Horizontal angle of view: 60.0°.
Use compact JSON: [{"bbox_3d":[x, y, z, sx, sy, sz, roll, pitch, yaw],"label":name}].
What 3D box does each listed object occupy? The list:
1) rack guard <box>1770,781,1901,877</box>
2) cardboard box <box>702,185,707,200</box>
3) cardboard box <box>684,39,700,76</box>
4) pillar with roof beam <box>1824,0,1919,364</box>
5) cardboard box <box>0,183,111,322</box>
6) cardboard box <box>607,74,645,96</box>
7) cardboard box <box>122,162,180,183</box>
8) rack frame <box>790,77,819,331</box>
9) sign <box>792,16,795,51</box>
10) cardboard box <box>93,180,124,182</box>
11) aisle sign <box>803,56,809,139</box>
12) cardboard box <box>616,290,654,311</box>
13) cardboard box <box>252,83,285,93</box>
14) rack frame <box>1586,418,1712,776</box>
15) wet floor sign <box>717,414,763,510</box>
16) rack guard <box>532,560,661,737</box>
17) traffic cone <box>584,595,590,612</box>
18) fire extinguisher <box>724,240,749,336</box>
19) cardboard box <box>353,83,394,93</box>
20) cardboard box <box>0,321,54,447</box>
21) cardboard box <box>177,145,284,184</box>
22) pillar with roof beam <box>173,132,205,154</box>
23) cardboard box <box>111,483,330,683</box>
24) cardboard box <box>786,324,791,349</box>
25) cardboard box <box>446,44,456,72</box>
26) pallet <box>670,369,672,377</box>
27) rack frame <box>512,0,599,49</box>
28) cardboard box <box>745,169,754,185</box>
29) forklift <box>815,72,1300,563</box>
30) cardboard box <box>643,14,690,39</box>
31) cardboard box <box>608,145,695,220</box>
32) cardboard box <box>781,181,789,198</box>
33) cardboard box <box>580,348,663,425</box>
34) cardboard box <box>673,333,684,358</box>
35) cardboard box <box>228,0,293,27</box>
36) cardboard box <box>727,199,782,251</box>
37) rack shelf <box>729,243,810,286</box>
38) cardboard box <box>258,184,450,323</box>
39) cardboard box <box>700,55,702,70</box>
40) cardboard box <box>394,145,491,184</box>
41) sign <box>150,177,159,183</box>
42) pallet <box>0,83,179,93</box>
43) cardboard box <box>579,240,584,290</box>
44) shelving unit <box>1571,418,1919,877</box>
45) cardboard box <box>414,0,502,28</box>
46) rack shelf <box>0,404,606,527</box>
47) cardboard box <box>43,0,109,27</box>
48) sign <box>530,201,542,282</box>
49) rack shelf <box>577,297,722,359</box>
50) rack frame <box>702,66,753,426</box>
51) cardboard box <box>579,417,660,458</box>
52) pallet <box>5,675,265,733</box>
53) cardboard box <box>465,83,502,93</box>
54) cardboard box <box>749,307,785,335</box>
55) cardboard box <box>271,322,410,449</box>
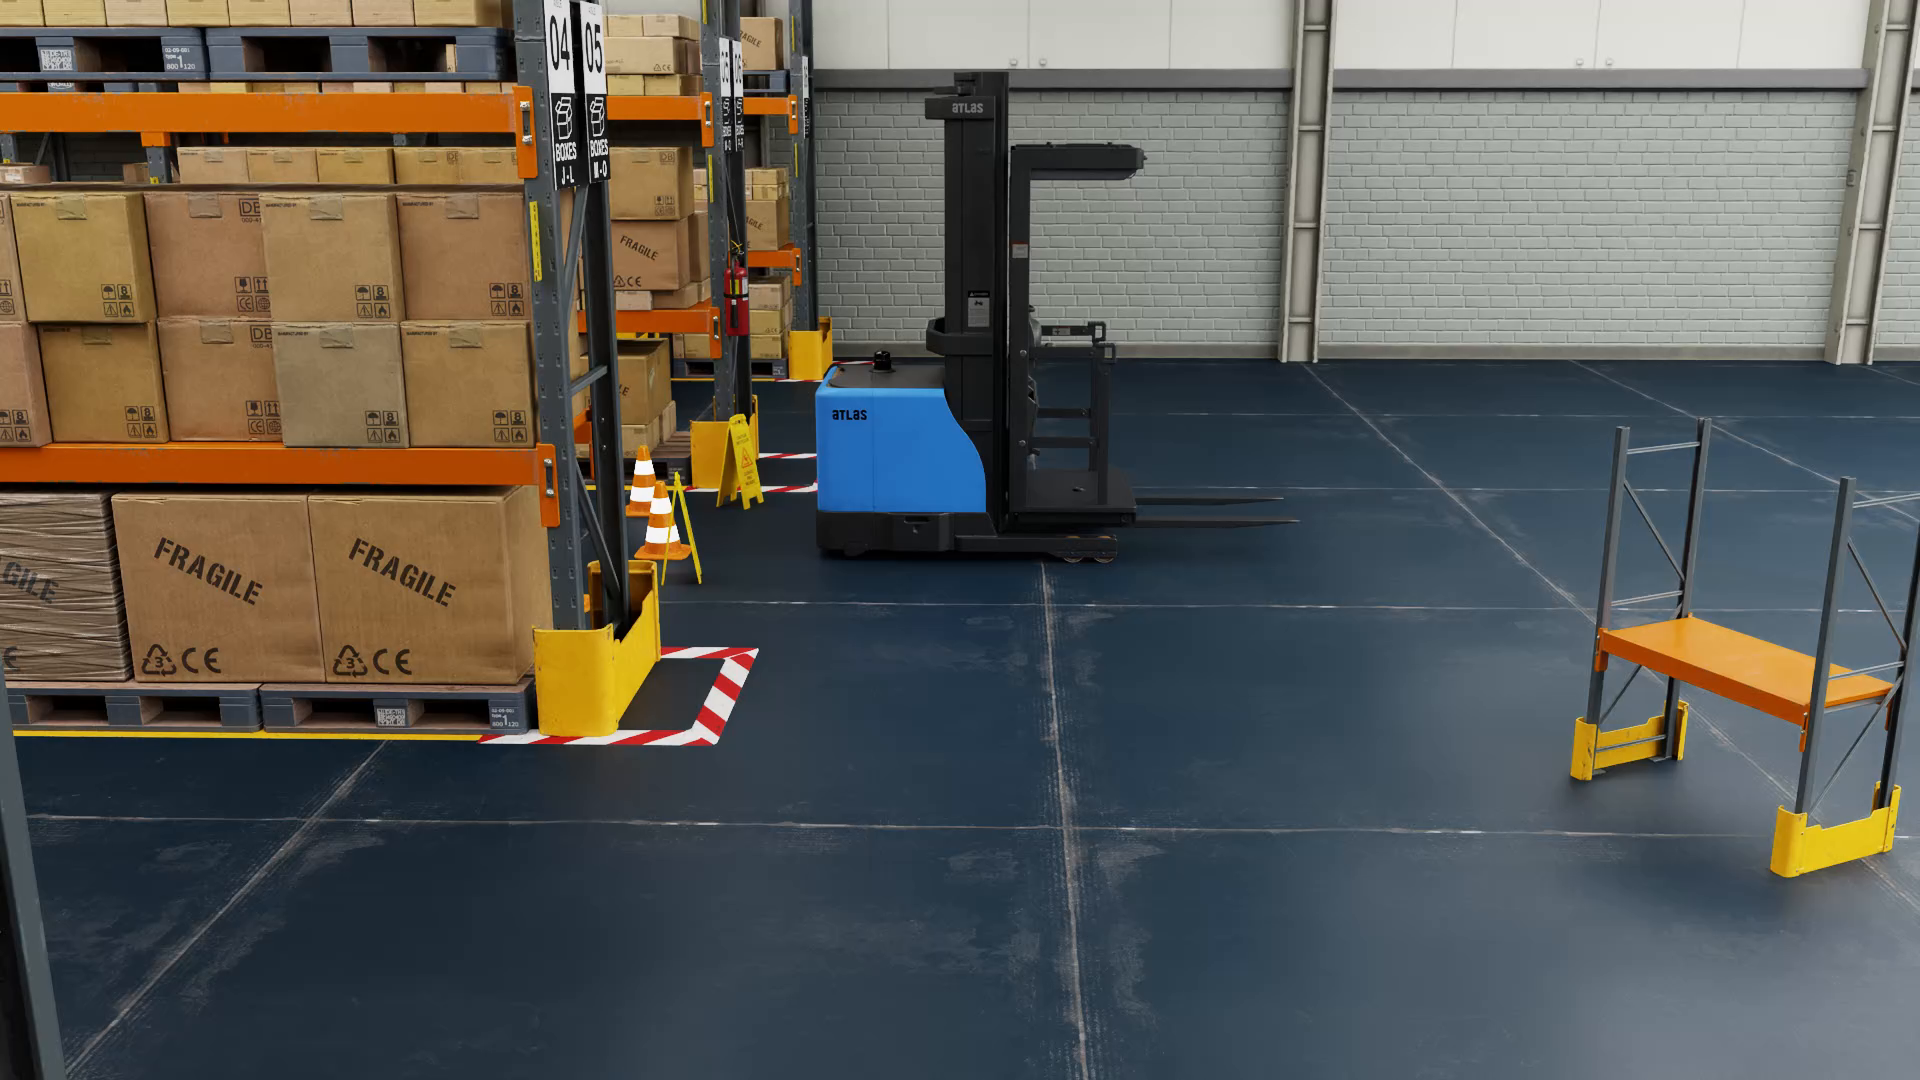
[{"bbox_3d":[3.290,1.083,6.244,0.587,0.250,0.087,-7,16,-24],"label":"rack guard"},{"bbox_3d":[-2.467,-3.547,16.937,0.250,0.149,0.380,1,15,2],"label":"cardboard box"},{"bbox_3d":[-2.218,-3.570,12.322,0.500,0.250,0.500,0,15,0],"label":"cardboard box"},{"bbox_3d":[9.614,-5.202,12.917,0.400,9.000,9.100,0,15,1],"label":"pillar with roof beam"},{"bbox_3d":[-4.289,-1.311,7.518,0.550,0.550,0.875,0,15,1],"label":"cardboard box"},{"bbox_3d":[-2.335,-3.230,11.816,0.250,0.149,0.380,0,15,2],"label":"cardboard box"},{"bbox_3d":[-6.182,-2.805,12.719,0.250,0.149,0.380,0,15,1],"label":"cardboard box"},{"bbox_3d":[-1.599,-3.243,17.252,0.127,3.000,1.000,0,15,1],"label":"rack frame"},{"bbox_3d":[-1.627,-4.945,16.242,0.005,0.325,0.100,0,15,1],"label":"sign"},{"bbox_3d":[-9.002,-3.733,17.643,0.250,0.149,0.380,1,15,3],"label":"cardboard box"},{"bbox_3d":[-1.541,-4.425,16.634,0.004,0.787,0.394,0,15,1],"label":"aisle sign"},{"bbox_3d":[-2.358,-1.777,12.187,0.250,0.149,0.380,0,15,1],"label":"cardboard box"},{"bbox_3d":[-4.905,-3.278,11.997,0.250,0.149,0.380,0,15,1],"label":"cardboard box"},{"bbox_3d":[2.868,0.248,6.958,0.500,1.500,0.032,-7,16,-24],"label":"rack frame"},{"bbox_3d":[-1.560,-0.565,11.715,0.232,0.644,0.267,6,16,21],"label":"wet floor sign"},{"bbox_3d":[-1.724,0.495,7.985,0.348,0.500,1.175,0,15,1],"label":"rack guard"},{"bbox_3d":[-2.242,0.147,9.376,0.334,0.463,0.336,0,15,1],"label":"traffic cone"},{"bbox_3d":[-1.619,-1.821,12.015,0.183,0.674,0.296,0,15,1],"label":"fire extinguisher"},{"bbox_3d":[-4.129,-3.237,11.840,0.250,0.149,0.380,0,15,0],"label":"cardboard box"},{"bbox_3d":[-4.290,-0.782,7.630,0.550,0.550,0.875,0,15,1],"label":"cardboard box"},{"bbox_3d":[-5.287,-2.621,12.154,0.500,0.500,0.700,0,15,1],"label":"cardboard box"},{"bbox_3d":[-8.380,-5.319,13.362,0.400,9.000,9.100,0,15,1],"label":"pillar with roof beam"},{"bbox_3d":[-3.307,0.118,7.856,0.875,0.875,0.875,0,15,1],"label":"cardboard box"},{"bbox_3d":[-2.085,-2.170,17.750,0.500,0.250,0.500,0,15,2],"label":"cardboard box"},{"bbox_3d":[-3.767,-3.442,11.836,0.500,0.250,0.500,1,15,2],"label":"cardboard box"},{"bbox_3d":[-3.581,-1.898,17.618,1.213,0.211,1.003,0,15,1],"label":"pallet"},{"bbox_3d":[-1.748,-3.615,6.901,0.127,3.000,1.000,0,15,1],"label":"rack frame"},{"bbox_3d":[-2.210,-3.691,16.899,0.250,0.149,0.380,0,15,2],"label":"cardboard box"},{"bbox_3d":[0.624,-1.414,10.452,3.031,2.935,1.130,0,15,1],"label":"forklift"},{"bbox_3d":[-2.068,-3.618,11.724,0.250,0.149,0.380,1,15,2],"label":"cardboard box"},{"bbox_3d":[-2.238,-2.600,12.077,0.500,0.500,0.700,0,15,0],"label":"cardboard box"},{"bbox_3d":[-1.932,-3.673,17.415,0.250,0.149,0.380,0,15,0],"label":"cardboard box"},{"bbox_3d":[-2.530,-1.152,12.423,0.500,0.500,0.500,0,15,2],"label":"cardboard box"},{"bbox_3d":[-3.074,-2.050,17.297,0.500,0.250,0.500,1,15,2],"label":"cardboard box"},{"bbox_3d":[-2.850,-2.215,6.950,0.250,0.149,0.380,1,15,2],"label":"cardboard box"},{"bbox_3d":[-2.098,-3.227,16.997,0.500,0.500,0.500,0,15,0],"label":"cardboard box"},{"bbox_3d":[-3.598,-2.908,17.393,4.000,0.370,1.077,0,15,1],"label":"rack shelf"},{"bbox_3d":[-2.670,-1.301,7.481,0.550,0.550,0.875,0,15,1],"label":"cardboard box"},{"bbox_3d":[-2.435,-4.751,16.562,0.250,0.149,0.380,0,15,0],"label":"cardboard box"},{"bbox_3d":[-3.752,-2.621,12.156,0.500,0.500,0.700,0,15,1],"label":"cardboard box"},{"bbox_3d":[-5.731,-2.421,11.868,0.005,0.325,0.100,0,15,1],"label":"sign"},{"bbox_3d":[-6.335,-3.394,12.312,1.003,0.211,1.213,0,15,1],"label":"pallet"},{"bbox_3d":[-2.772,-2.107,12.167,0.500,0.500,0.500,0,15,2],"label":"cardboard box"},{"bbox_3d":[3.079,0.364,6.521,0.587,1.500,1.083,-7,16,-24],"label":"shelving unit"},{"bbox_3d":[-2.089,-2.210,6.930,0.250,0.149,0.380,0,15,1],"label":"cardboard box"},{"bbox_3d":[-3.747,-0.379,7.808,4.000,0.370,1.077,0,15,1],"label":"rack shelf"},{"bbox_3d":[-3.613,-2.220,6.968,0.250,0.149,0.380,1,15,2],"label":"cardboard box"},{"bbox_3d":[-1.775,-1.250,6.964,0.005,0.325,0.100,0,15,1],"label":"sign"},{"bbox_3d":[-3.721,-1.642,12.595,4.000,0.370,1.077,0,15,1],"label":"rack shelf"},{"bbox_3d":[-1.722,-1.977,12.454,0.127,3.000,1.000,0,15,1],"label":"rack frame"},{"bbox_3d":[-2.561,-0.787,12.511,0.500,0.250,0.500,0,15,1],"label":"cardboard box"},{"bbox_3d":[-3.765,0.640,7.999,1.213,0.211,1.003,0,15,1],"label":"pallet"},{"bbox_3d":[-3.365,-3.252,11.900,0.250,0.149,0.380,0,15,0],"label":"cardboard box"},{"bbox_3d":[-2.094,-2.282,17.195,0.500,0.250,0.500,0,15,1],"label":"cardboard box"},{"bbox_3d":[-2.670,-0.775,7.605,0.550,0.550,0.875,0,15,1],"label":"cardboard box"}]
